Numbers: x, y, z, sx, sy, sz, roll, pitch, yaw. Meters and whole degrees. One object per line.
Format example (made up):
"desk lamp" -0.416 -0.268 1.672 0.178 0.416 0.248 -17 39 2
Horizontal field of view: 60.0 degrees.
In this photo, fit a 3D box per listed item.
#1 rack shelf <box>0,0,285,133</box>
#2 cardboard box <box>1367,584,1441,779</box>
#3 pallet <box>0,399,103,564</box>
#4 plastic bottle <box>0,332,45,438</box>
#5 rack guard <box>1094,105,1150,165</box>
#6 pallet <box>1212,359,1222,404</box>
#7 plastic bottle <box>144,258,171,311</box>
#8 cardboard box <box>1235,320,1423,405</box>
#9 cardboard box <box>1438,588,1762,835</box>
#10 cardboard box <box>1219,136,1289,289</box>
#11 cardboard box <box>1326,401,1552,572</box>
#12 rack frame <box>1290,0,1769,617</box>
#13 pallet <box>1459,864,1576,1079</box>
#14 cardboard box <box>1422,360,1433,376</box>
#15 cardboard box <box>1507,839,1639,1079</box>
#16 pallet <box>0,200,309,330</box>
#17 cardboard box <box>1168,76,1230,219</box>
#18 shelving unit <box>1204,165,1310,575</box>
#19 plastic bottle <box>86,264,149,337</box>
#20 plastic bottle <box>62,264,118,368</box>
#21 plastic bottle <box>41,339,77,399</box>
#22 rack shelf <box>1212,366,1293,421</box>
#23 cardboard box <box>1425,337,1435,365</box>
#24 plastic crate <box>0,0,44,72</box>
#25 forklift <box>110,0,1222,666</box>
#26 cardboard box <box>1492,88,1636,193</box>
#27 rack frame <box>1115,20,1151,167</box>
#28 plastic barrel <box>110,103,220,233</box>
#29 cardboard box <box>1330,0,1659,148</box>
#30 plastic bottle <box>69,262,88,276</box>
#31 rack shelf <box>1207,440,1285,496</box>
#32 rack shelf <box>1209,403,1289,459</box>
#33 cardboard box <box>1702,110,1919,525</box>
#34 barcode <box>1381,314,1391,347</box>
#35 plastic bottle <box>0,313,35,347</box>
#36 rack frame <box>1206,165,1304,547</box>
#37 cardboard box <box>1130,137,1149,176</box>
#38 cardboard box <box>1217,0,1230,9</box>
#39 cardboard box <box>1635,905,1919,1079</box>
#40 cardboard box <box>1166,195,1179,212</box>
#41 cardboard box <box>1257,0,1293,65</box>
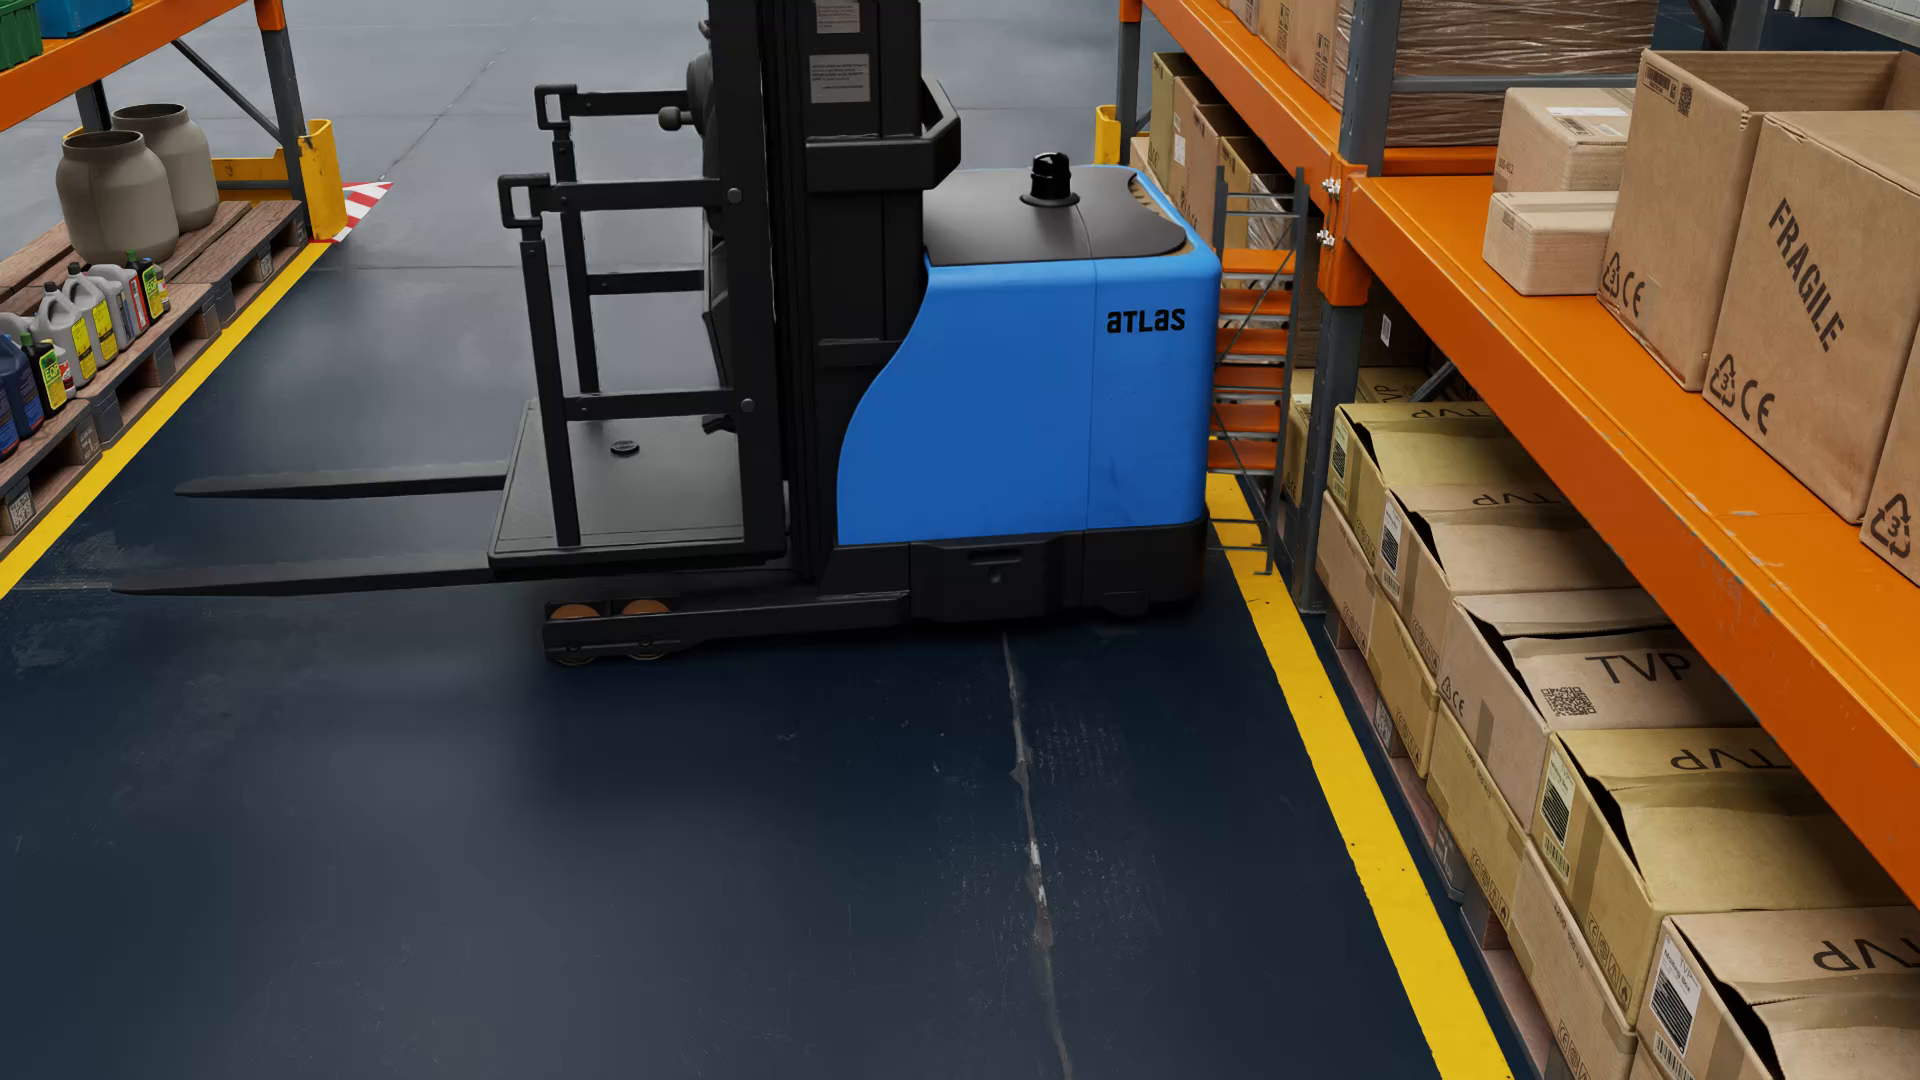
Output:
"rack shelf" -3.569 -1.634 5.917 1.077 0.370 4.000 -1 28 -3
"cardboard box" 1.281 0.314 3.923 0.500 0.250 0.500 -1 28 -1
"pallet" -3.458 -0.104 5.221 1.003 0.211 1.213 -1 28 -3
"plastic bottle" -3.102 -0.520 5.392 0.144 0.351 0.185 -3 28 -5
"rack guard" 1.272 -1.897 8.347 1.175 0.500 0.348 -1 28 -3
"pallet" 1.416 -0.844 6.640 1.003 0.211 1.213 -1 28 -3
"plastic bottle" -3.140 -0.993 6.461 0.097 0.201 0.097 0 28 0
"cardboard box" 1.223 -0.554 5.588 0.500 0.250 0.500 -1 28 -3
"cardboard box" 1.304 0.304 3.336 0.500 0.311 0.500 -2 28 -4
"cardboard box" 1.195 -1.118 5.858 0.500 0.500 0.500 -1 28 -3
"cardboard box" 1.255 -0.166 4.238 0.500 0.311 0.500 -1 28 -2
"rack frame" 1.482 -1.147 4.206 1.000 3.000 0.127 -1 28 -3
"pallet" 1.626 0.993 3.117 1.003 0.211 1.213 -1 28 -3
"cardboard box" 1.740 -0.567 5.612 0.500 0.250 0.500 -1 28 -3
"cardboard box" 1.337 0.788 3.014 0.500 0.250 0.500 -1 28 -2
"pallet" -3.585 -1.231 7.382 1.003 0.211 1.213 -1 28 -3
"cardboard box" 1.146 -1.580 6.743 0.500 0.500 0.500 -1 28 -3
"shelving unit" 0.836 -0.475 4.863 0.258 1.200 0.189 2 28 4
"plastic bottle" -3.154 -0.909 6.220 0.152 0.276 0.135 -1 28 -2
"plastic bottle" -3.134 -0.802 5.933 0.144 0.351 0.185 0 28 -1
"plastic bottle" -3.094 -0.585 5.678 0.097 0.201 0.097 0 28 0
"rack shelf" 0.836 -0.435 4.883 0.258 0.103 0.180 2 28 4
"cardboard box" 1.737 -0.899 5.439 0.500 0.500 0.500 -1 28 -3
"plastic crate" -3.254 -1.569 5.244 0.450 0.188 0.662 -1 28 -3
"forklift" -0.851 -1.213 4.407 3.031 2.935 1.130 -4 28 -7
"cardboard box" 1.552 -0.854 3.807 0.500 0.250 0.500 0 28 1
"rack frame" 1.273 -2.994 7.748 1.000 3.000 0.127 -1 28 -3
"plastic barrel" -3.563 -1.658 7.421 0.421 0.512 0.421 0 28 0
"cardboard box" 1.453 -1.396 4.575 0.700 0.500 0.500 -2 28 -4
"plastic bottle" -3.260 -0.910 6.212 0.061 0.283 0.133 -1 28 -3
"rack shelf" 0.836 -0.223 4.994 0.258 0.103 0.180 2 28 4
"rack shelf" 0.836 -0.329 4.939 0.258 0.103 0.180 2 28 4
"cardboard box" 1.560 -0.362 2.592 0.500 0.500 0.500 -1 28 -3
"barcode" 1.080 -0.532 4.215 0.001 0.075 0.075 -1 28 -3
"plastic bottle" -3.271 -0.668 5.756 0.152 0.276 0.135 -1 28 -3
"rack frame" 0.844 -0.517 4.944 0.240 1.200 0.006 2 28 4
"cardboard box" 1.079 -1.708 7.801 0.500 0.250 0.500 -1 28 -3
"cardboard box" 1.337 -2.351 6.406 0.700 0.500 0.500 -1 28 -2
"cardboard box" 1.361 0.775 2.433 0.500 0.311 0.500 -2 28 -3
"cardboard box" 1.135 -1.247 6.916 0.500 0.250 0.500 -1 28 -3
"cardboard box" 1.396 -1.872 5.487 0.700 0.500 0.500 -1 28 -2
